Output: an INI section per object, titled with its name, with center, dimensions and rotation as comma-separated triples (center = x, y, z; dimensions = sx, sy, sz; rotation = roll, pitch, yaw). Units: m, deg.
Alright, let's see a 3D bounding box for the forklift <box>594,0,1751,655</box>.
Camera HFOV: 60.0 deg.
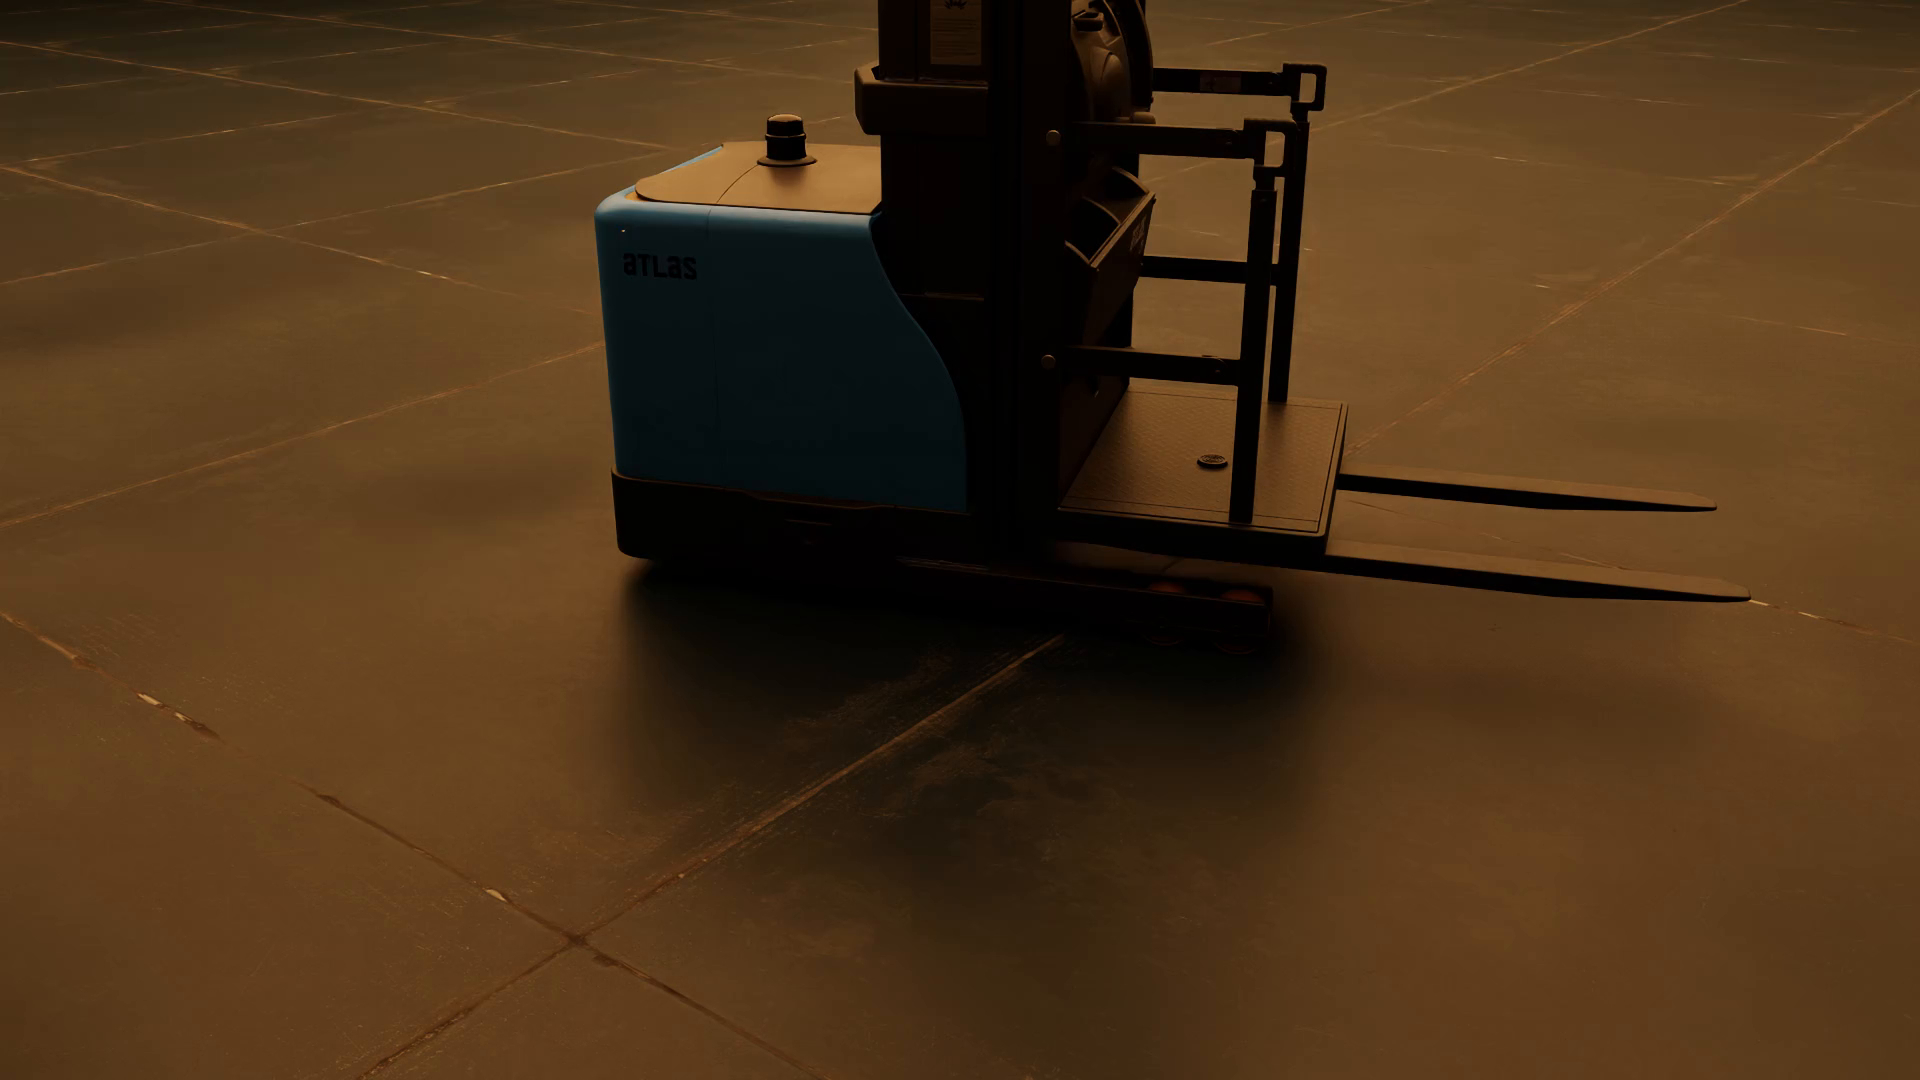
[forklift]
center = 0.587, -1.281, 4.284
dimensions = 3.031, 2.935, 1.130
rotation = 6, 24, 14
